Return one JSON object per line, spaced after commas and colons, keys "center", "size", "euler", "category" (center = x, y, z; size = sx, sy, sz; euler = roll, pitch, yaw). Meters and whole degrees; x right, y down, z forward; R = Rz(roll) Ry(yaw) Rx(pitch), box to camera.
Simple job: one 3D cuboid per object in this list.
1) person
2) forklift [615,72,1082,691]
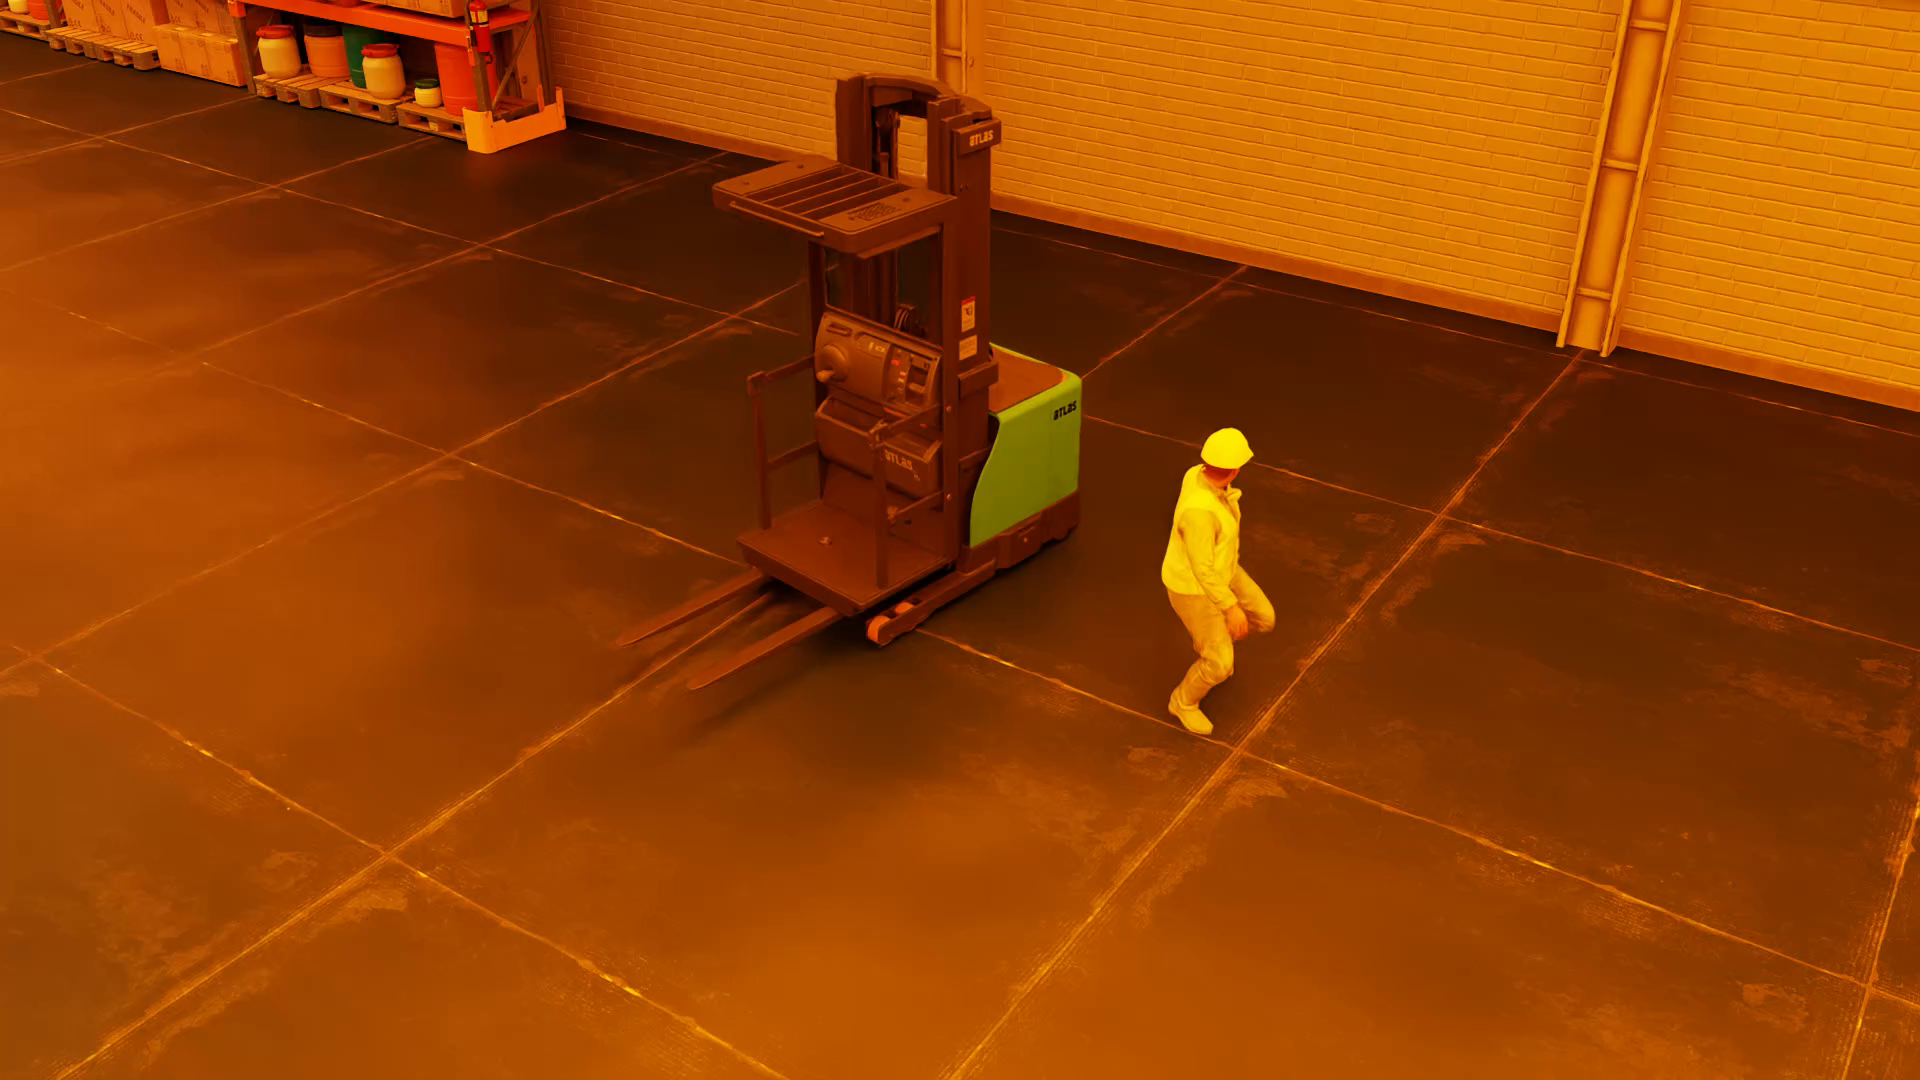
{"center": [1.313, 0.170, 8.565], "size": [0.596, 1.675, 0.802], "euler": [16, 34, 26], "category": "person"}
{"center": [-0.615, -0.958, 9.232], "size": [1.130, 2.935, 3.031], "euler": [25, 38, 36], "category": "forklift"}
